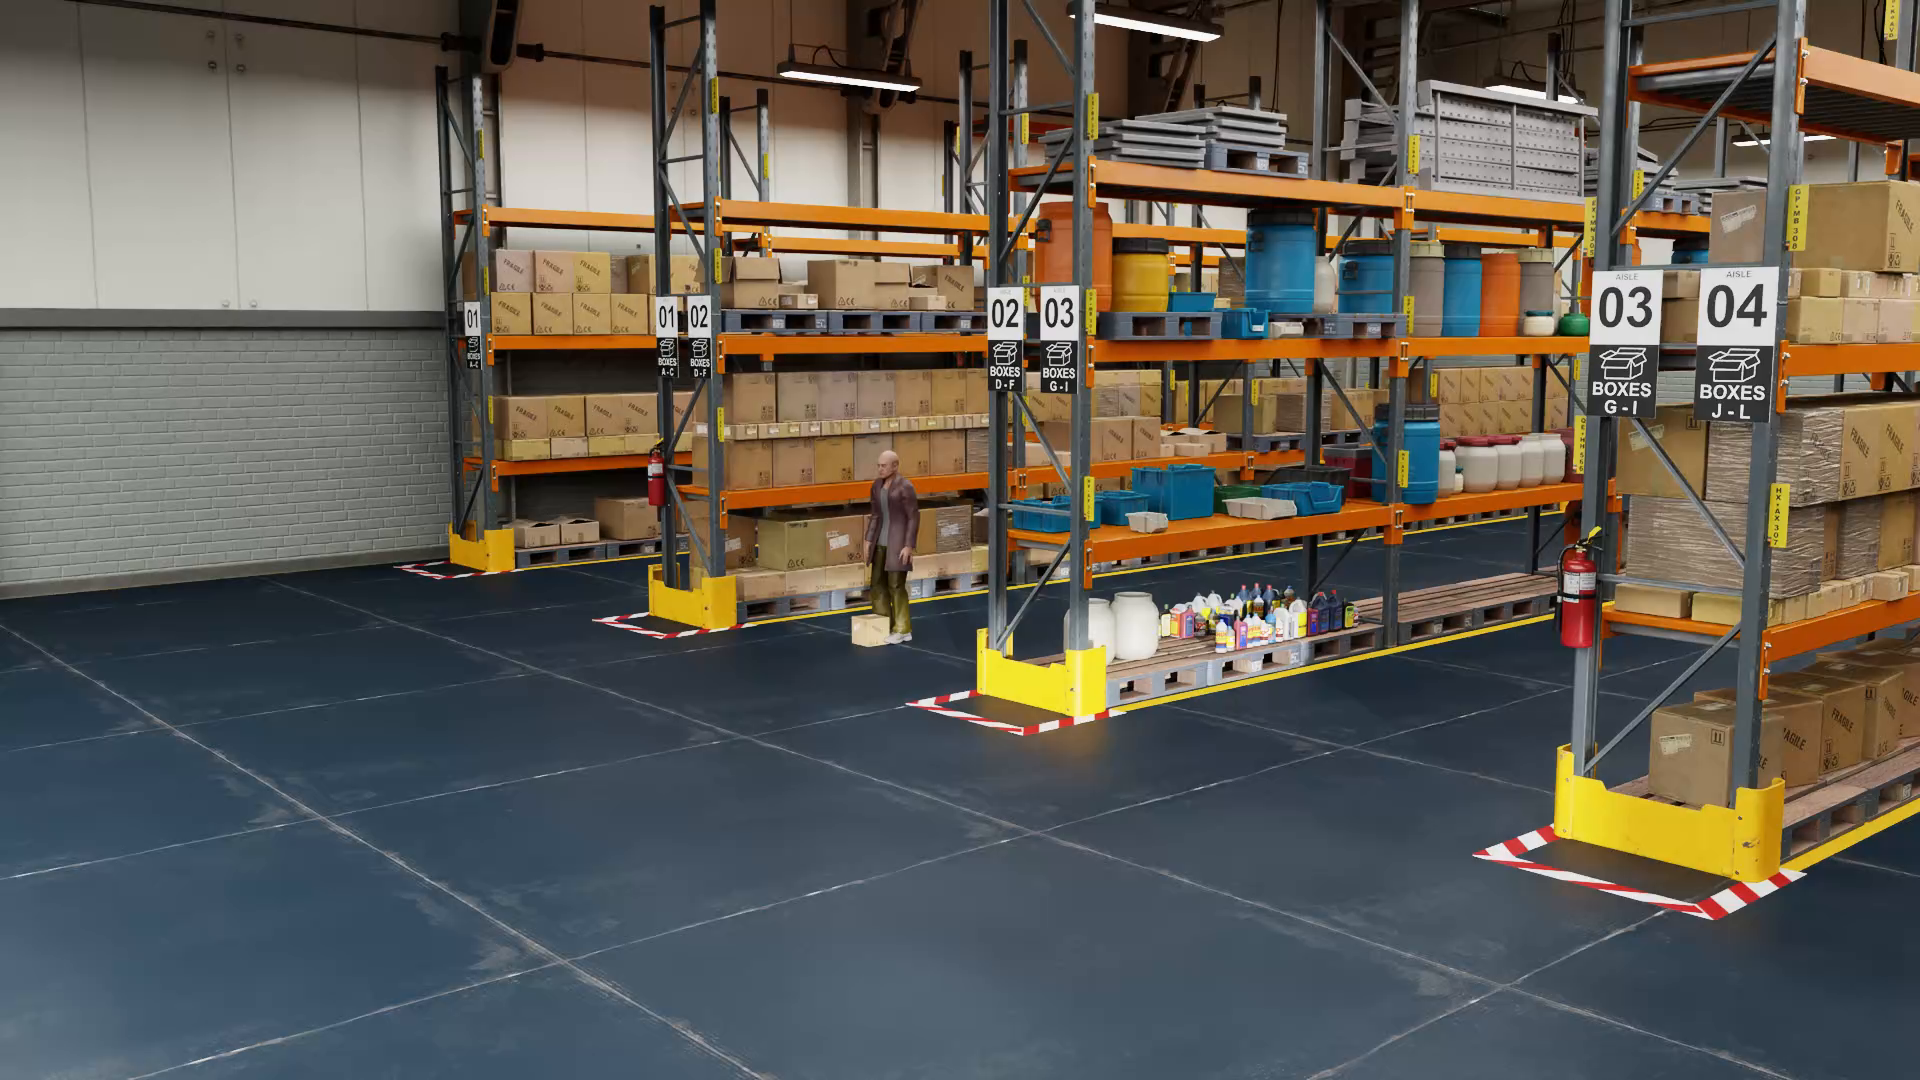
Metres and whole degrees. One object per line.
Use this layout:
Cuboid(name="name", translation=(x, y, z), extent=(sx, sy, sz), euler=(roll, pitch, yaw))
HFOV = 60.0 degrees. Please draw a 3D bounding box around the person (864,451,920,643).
Cuboid(name="person", translation=(-0.636, 0.055, 15.399), extent=(0.418, 1.774, 0.656), euler=(-7, 10, -43))
